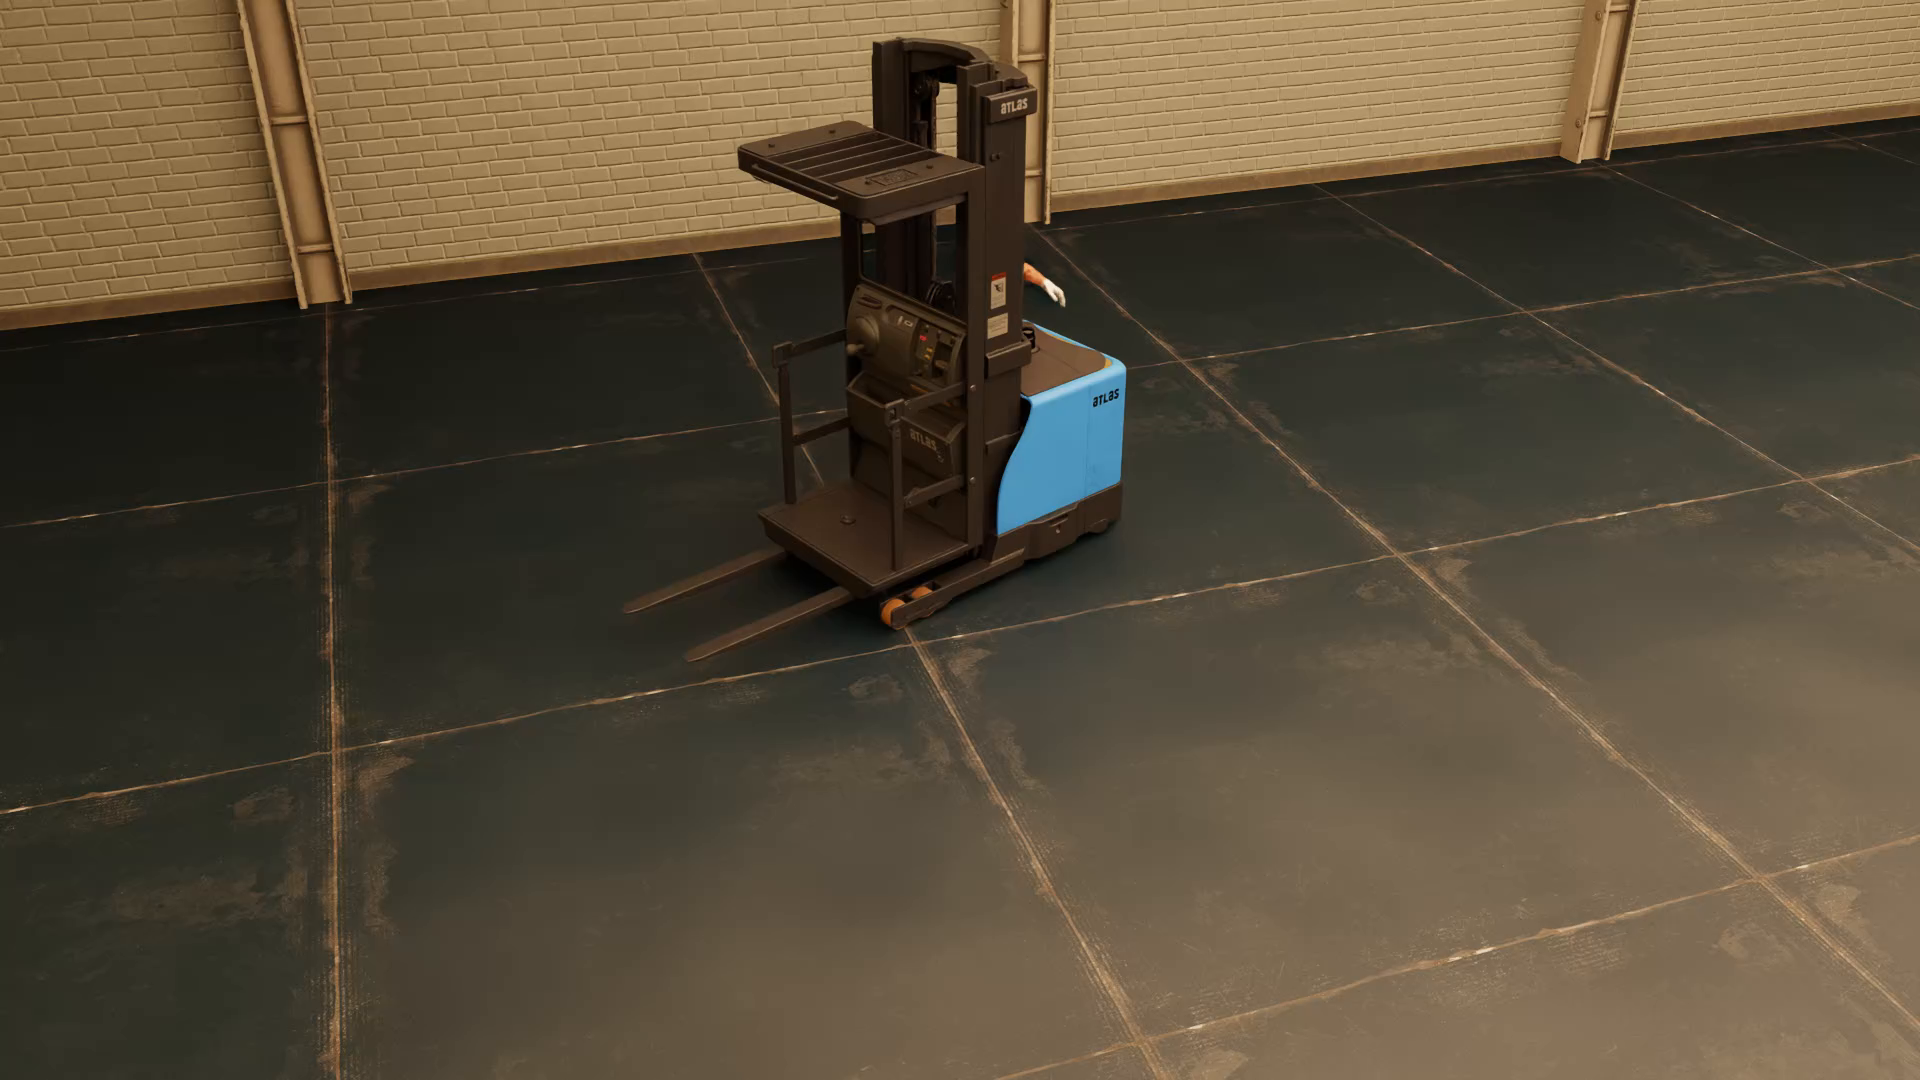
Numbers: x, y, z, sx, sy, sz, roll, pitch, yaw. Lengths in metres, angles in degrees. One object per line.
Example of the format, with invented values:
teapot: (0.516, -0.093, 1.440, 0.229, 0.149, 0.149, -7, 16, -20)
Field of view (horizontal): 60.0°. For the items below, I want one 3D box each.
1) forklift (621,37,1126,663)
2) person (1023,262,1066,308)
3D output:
forklift: (-0.461, -1.072, 8.951, 3.031, 2.935, 1.130, -23, 37, -34)
person: (0.271, -1.407, 10.807, 0.828, 1.697, 0.756, 0, 30, 0)
